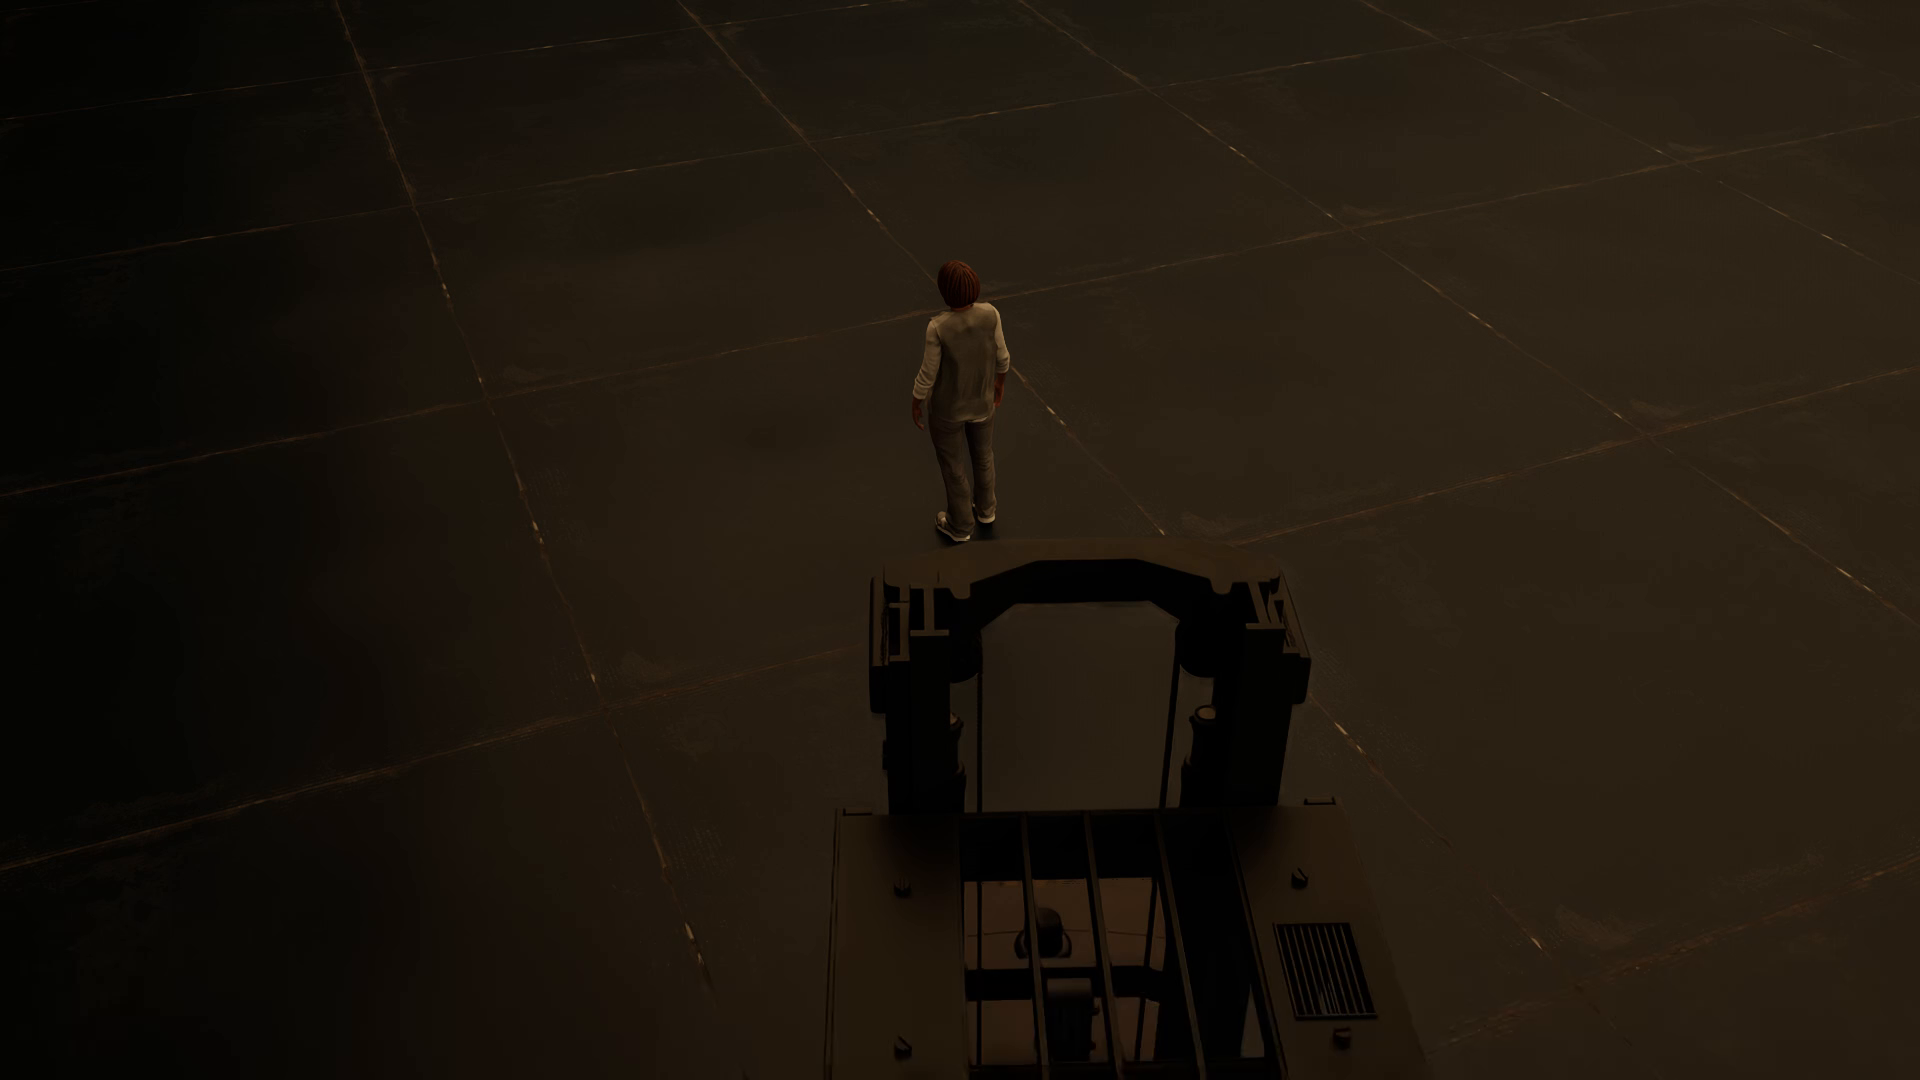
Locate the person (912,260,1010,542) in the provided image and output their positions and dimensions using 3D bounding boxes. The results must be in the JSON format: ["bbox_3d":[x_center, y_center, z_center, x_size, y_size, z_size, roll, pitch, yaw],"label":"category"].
[{"bbox_3d":[-0.016,-0.700,8.221,0.520,1.599,0.473,-14,38,-19],"label":"person"}]

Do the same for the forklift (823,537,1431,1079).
[{"bbox_3d":[0.286,1.572,3.888,1.130,2.935,3.031,-1,35,-2],"label":"forklift"}]
